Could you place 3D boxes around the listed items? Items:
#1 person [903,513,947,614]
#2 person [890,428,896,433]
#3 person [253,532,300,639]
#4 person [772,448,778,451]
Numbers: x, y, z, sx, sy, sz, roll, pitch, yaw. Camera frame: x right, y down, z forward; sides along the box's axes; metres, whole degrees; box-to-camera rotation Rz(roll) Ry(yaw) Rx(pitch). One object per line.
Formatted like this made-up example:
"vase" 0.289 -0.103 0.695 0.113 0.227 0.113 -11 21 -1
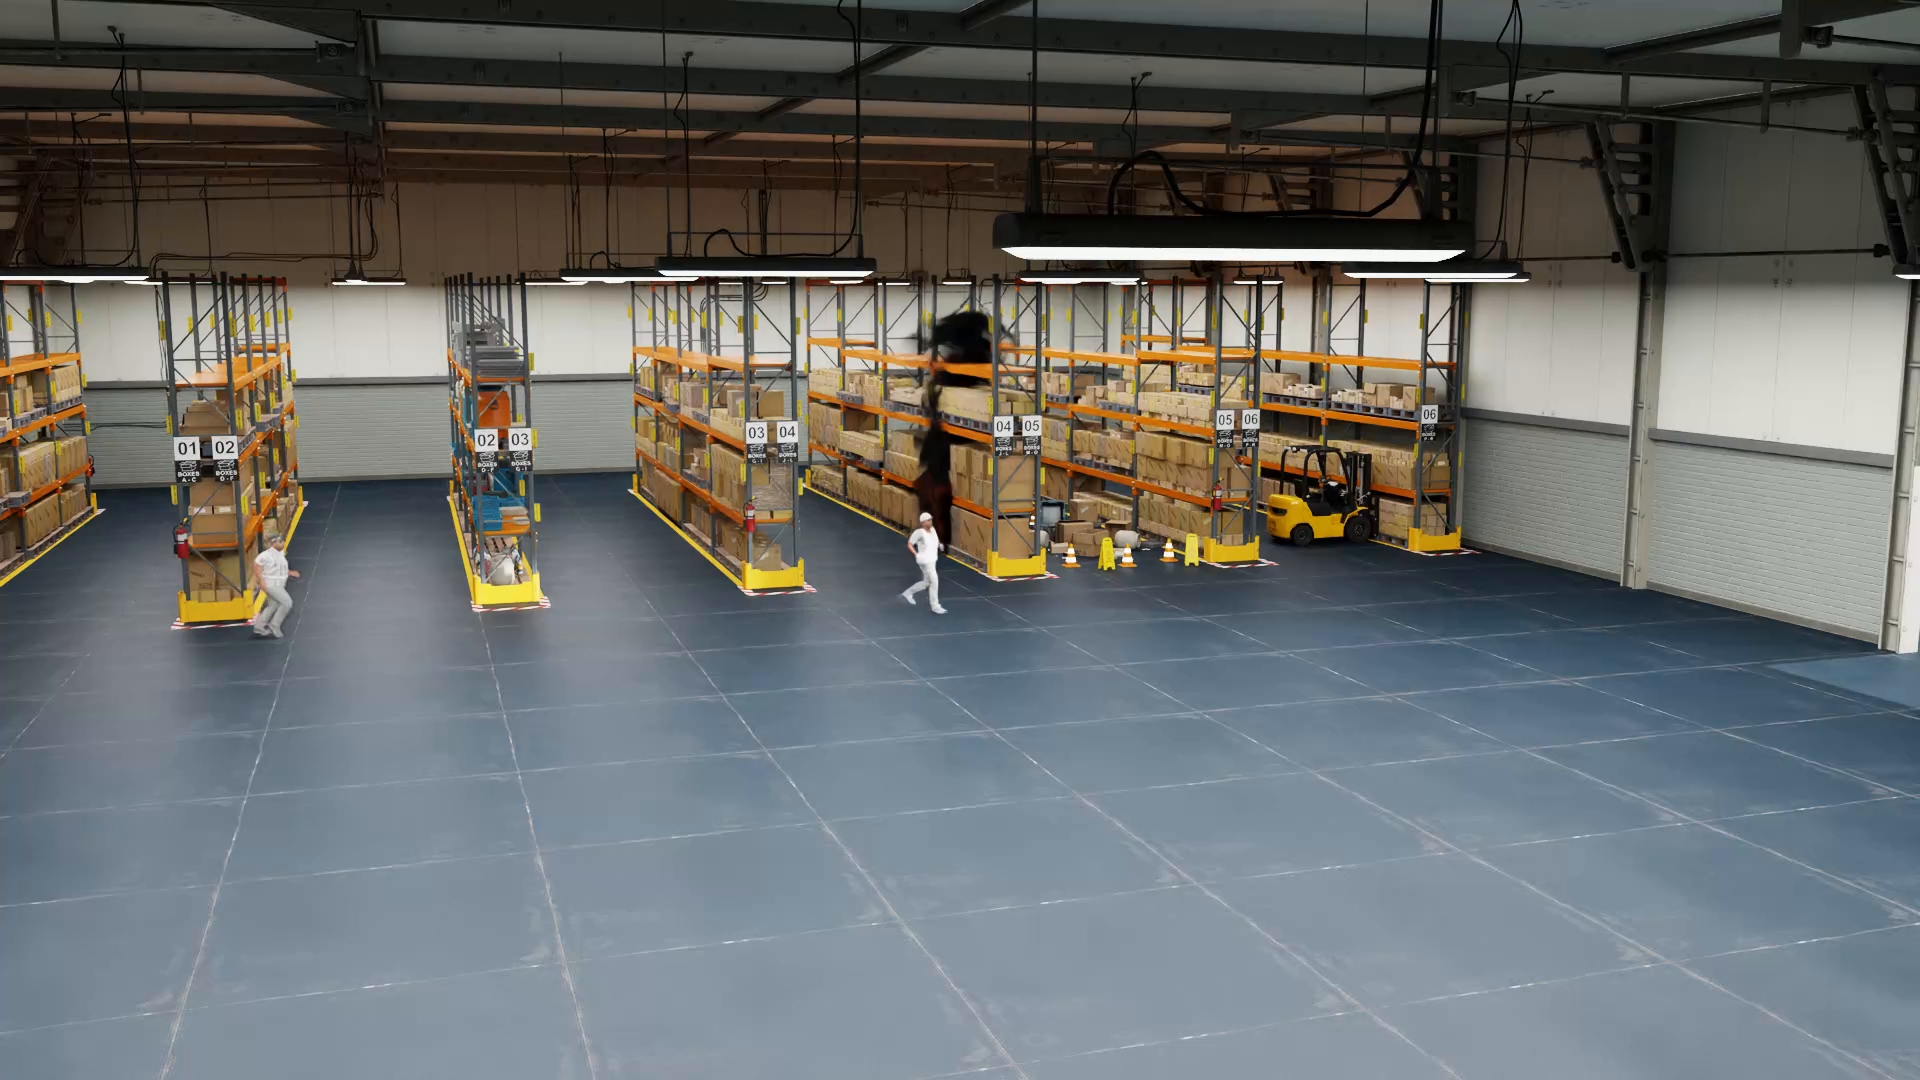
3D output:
"person" -0.618 0.393 29.618 0.892 1.788 0.670 4 10 25
"person" -1.869 -2.257 47.192 0.675 1.830 0.722 -3 9 -19
"person" -11.304 0.746 27.429 0.826 1.761 0.575 0 9 -3
"person" -5.023 -2.040 46.144 0.695 1.718 0.974 -2 9 -14
